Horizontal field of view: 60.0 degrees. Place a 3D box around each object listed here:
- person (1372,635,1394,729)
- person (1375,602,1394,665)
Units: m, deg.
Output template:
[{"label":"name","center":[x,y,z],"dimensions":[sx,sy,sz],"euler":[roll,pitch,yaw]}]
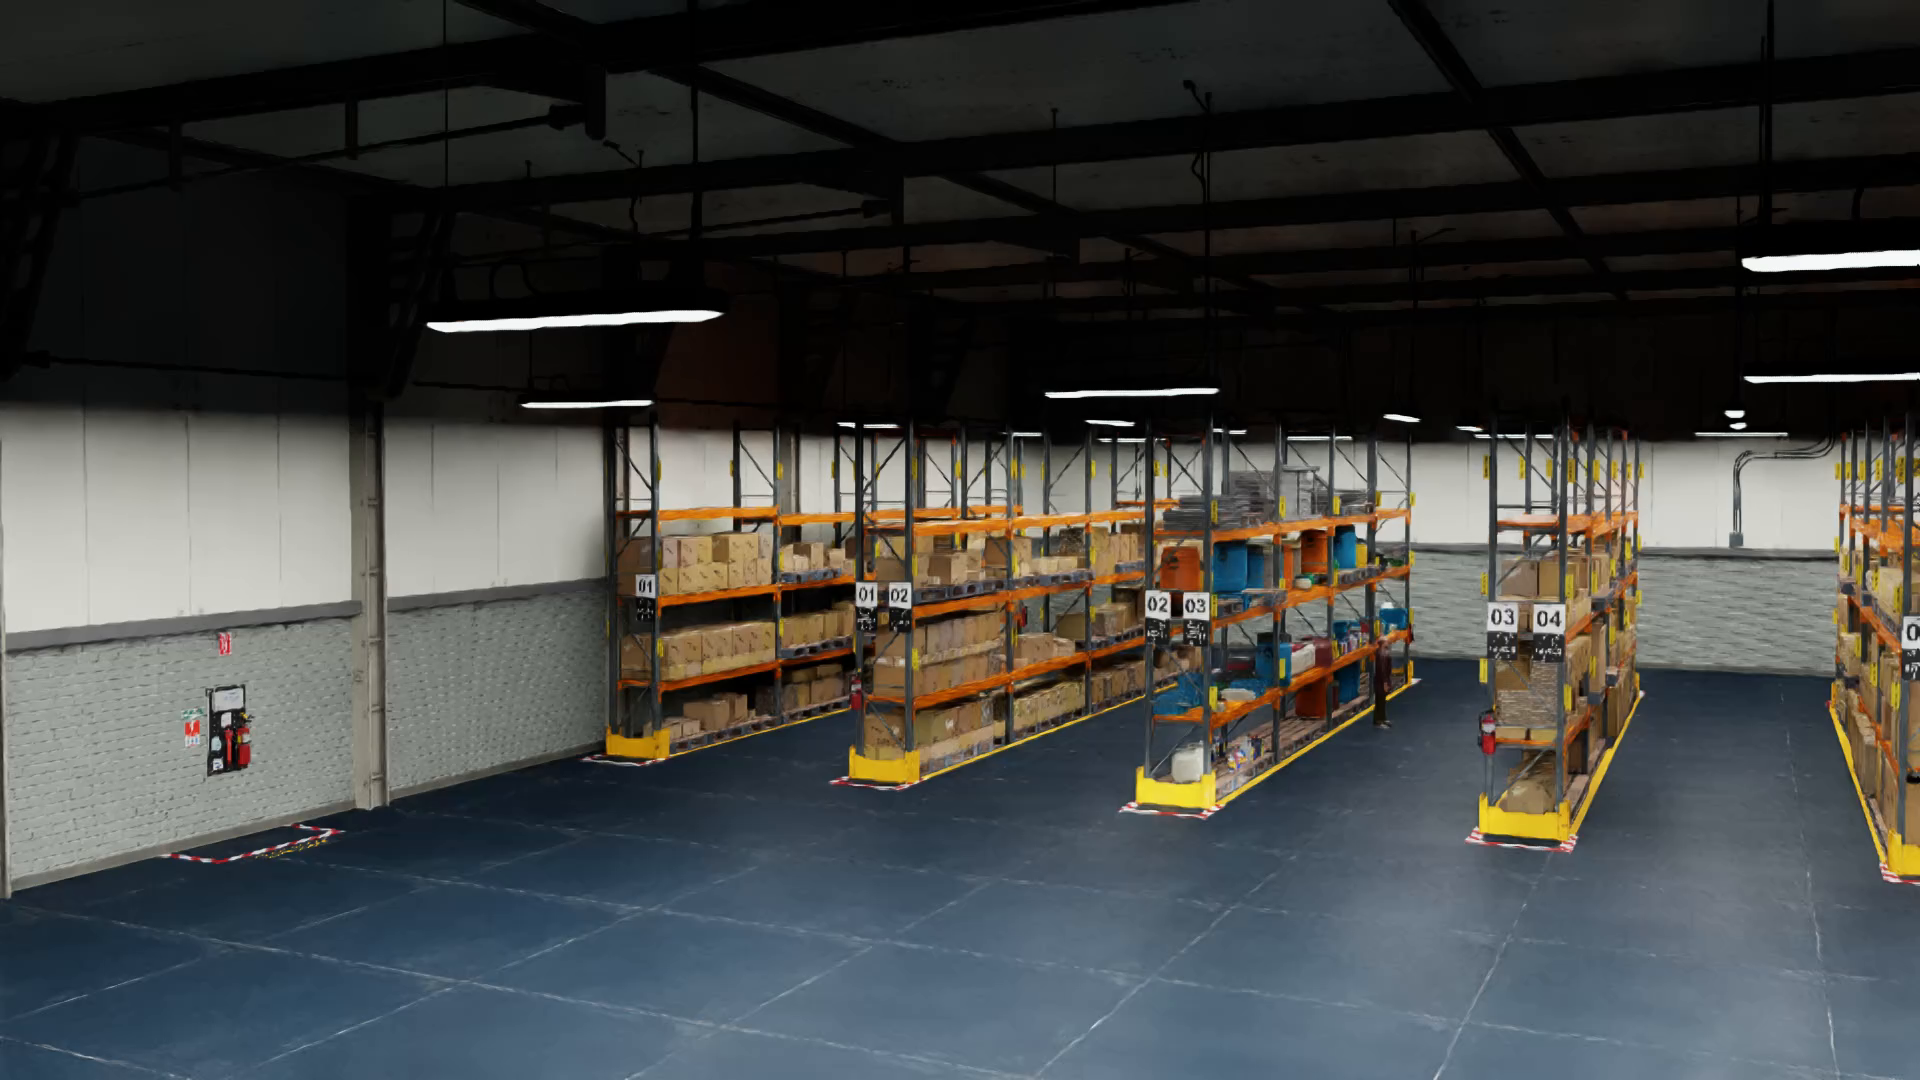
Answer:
[{"label":"person","center":[8.202,2.735,32.179],"dimensions":[0.447,1.784,0.674],"euler":[0,2,6]},{"label":"person","center":[10.347,2.397,40.722],"dimensions":[0.698,1.763,0.472],"euler":[-2,3,-38]}]
